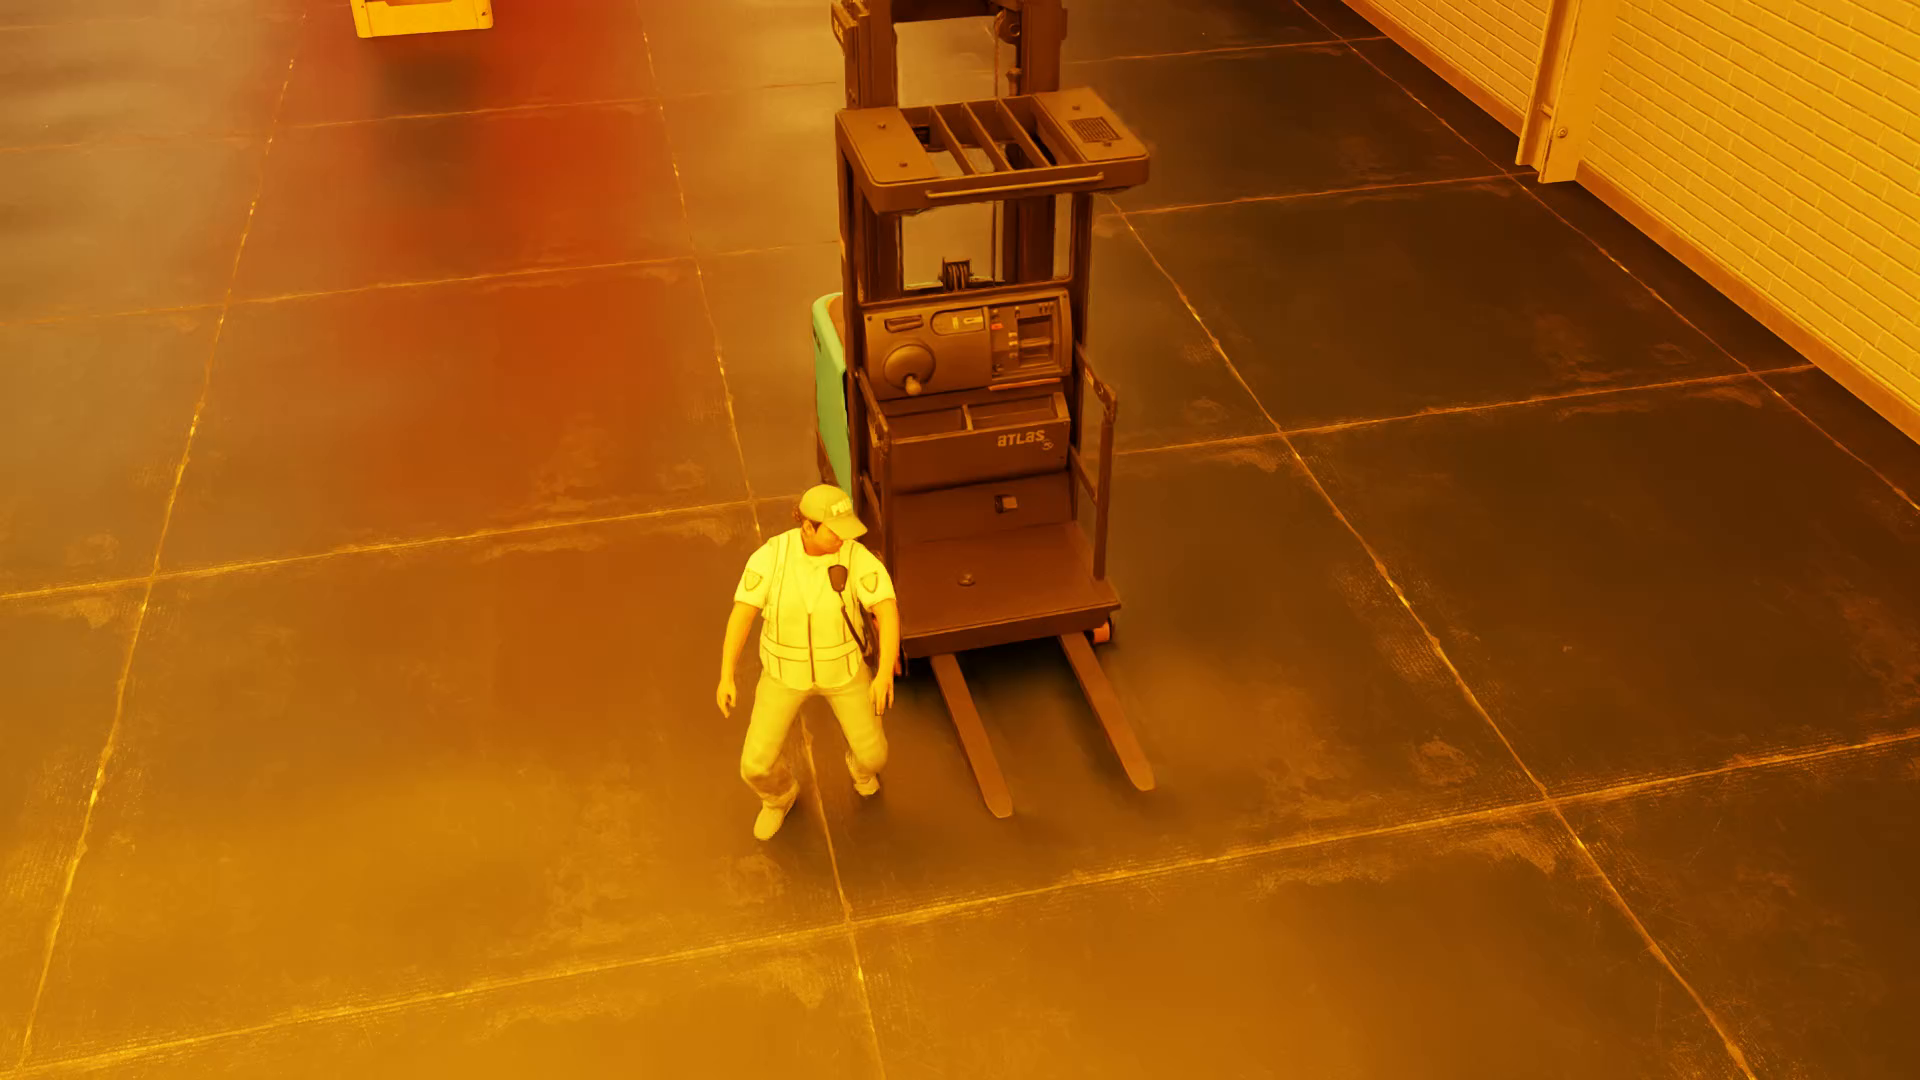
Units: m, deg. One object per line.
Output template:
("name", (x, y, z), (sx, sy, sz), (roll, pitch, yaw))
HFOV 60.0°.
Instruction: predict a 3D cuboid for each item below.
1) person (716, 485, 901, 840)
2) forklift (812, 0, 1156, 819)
("person", (-0.580, 0.580, 6.511), (0.702, 1.588, 0.675), (-2, 36, -3))
("forklift", (0.096, -0.802, 7.165), (1.130, 2.935, 3.031), (-9, 37, -12))
